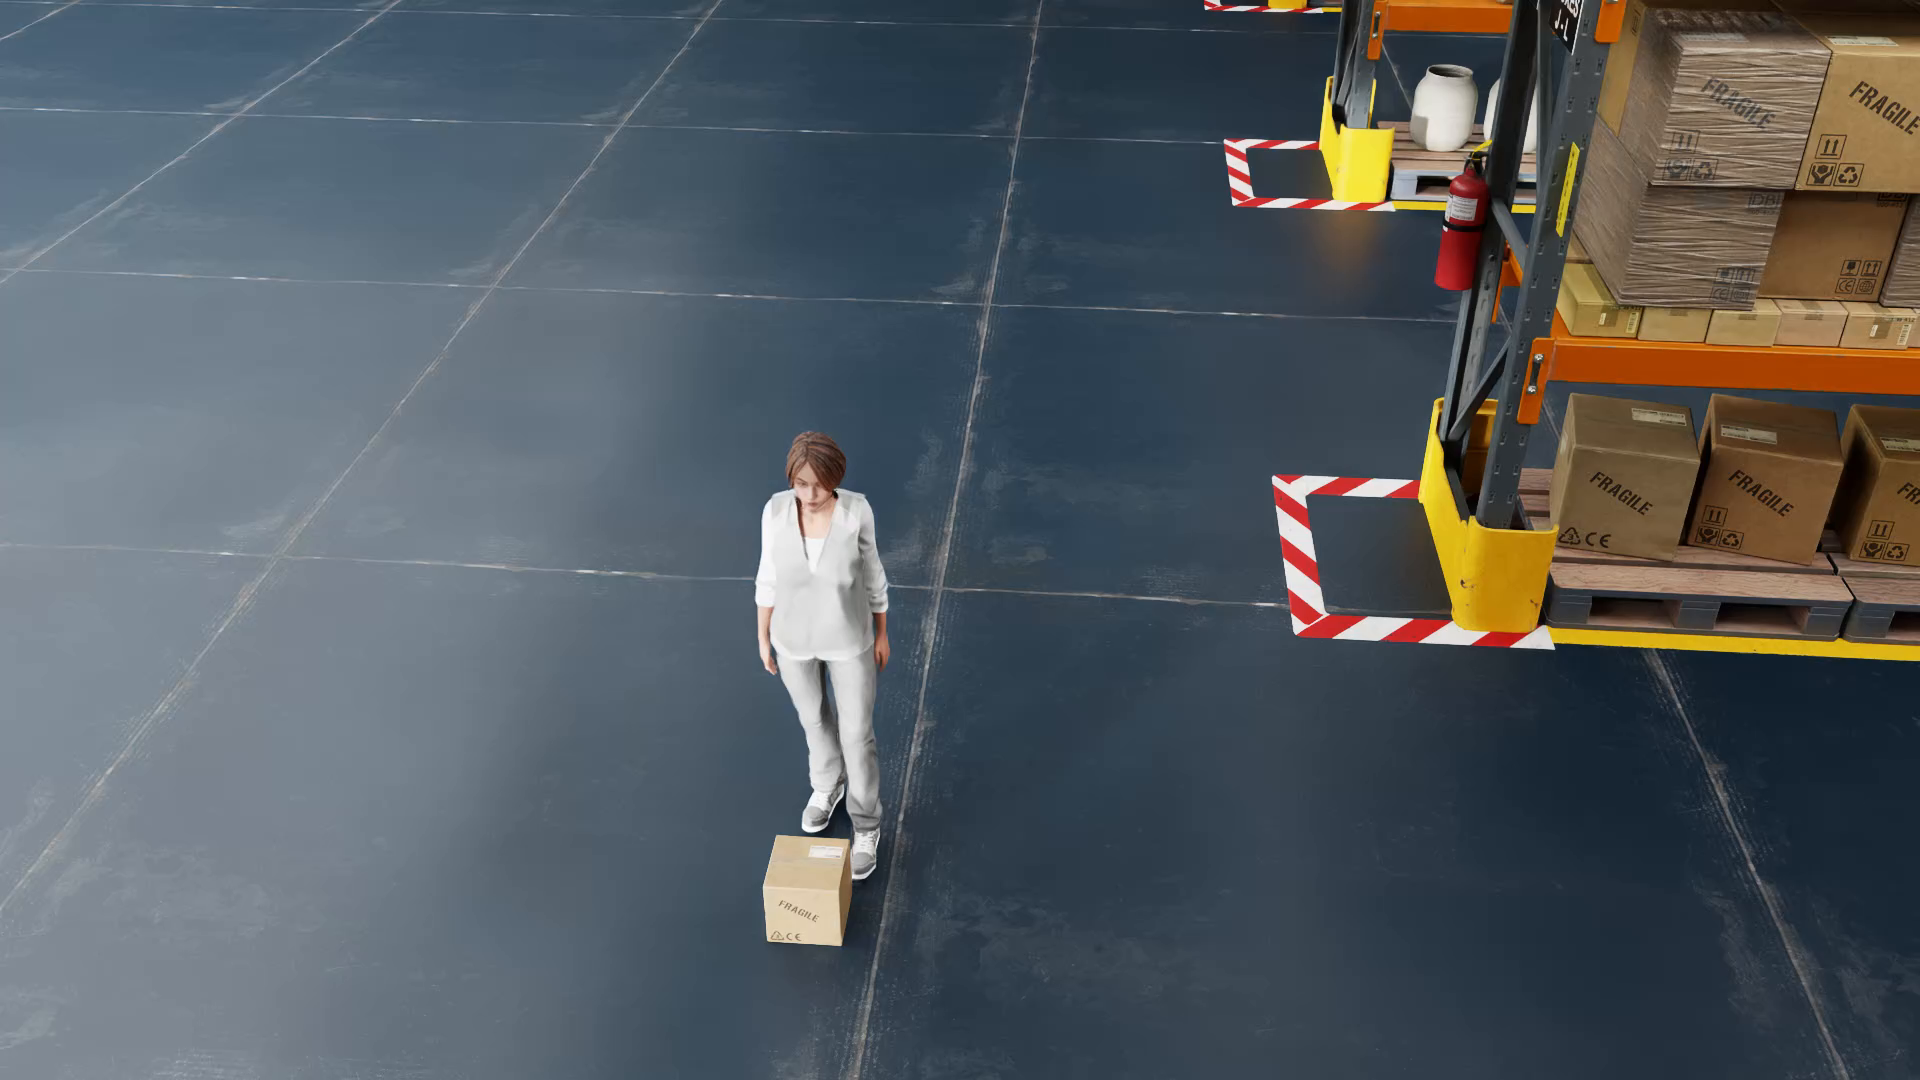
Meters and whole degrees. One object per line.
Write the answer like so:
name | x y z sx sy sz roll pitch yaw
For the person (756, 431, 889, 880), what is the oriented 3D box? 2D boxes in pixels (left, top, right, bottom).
person | -0.466 0.375 5.545 0.438 1.600 0.502 3 33 4
